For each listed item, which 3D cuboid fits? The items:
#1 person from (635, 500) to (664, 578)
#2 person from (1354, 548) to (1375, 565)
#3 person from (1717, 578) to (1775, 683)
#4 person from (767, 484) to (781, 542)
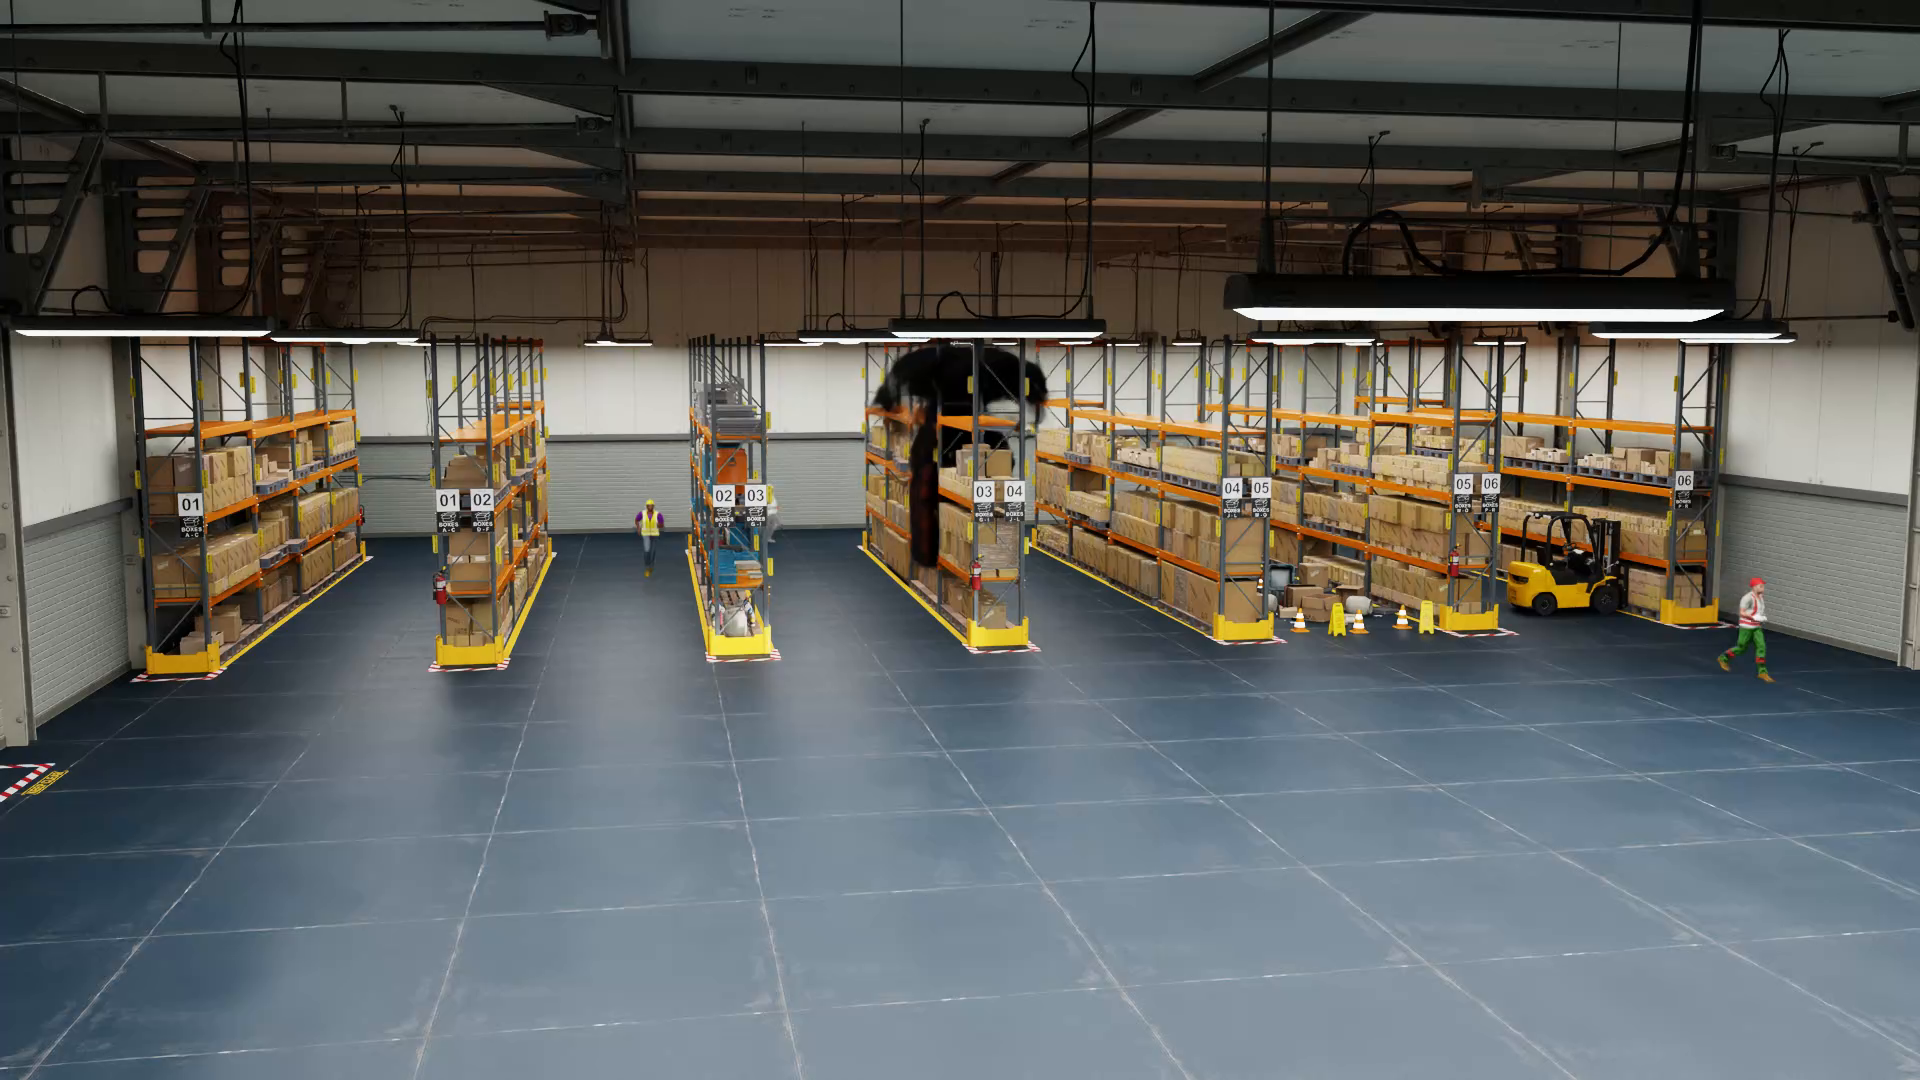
[{"bbox_3d":[-7.531,-0.037,40.474,0.672,1.888,0.746,-2,7,-18],"label":"person"},{"bbox_3d":[10.547,-0.030,43.145,0.544,1.704,1.009,-1,7,-8],"label":"person"},{"bbox_3d":[13.706,1.527,28.896,0.686,1.782,1.053,-5,8,-36],"label":"person"},{"bbox_3d":[-5.592,-0.807,49.471,0.522,1.730,0.719,0,7,1],"label":"person"}]
